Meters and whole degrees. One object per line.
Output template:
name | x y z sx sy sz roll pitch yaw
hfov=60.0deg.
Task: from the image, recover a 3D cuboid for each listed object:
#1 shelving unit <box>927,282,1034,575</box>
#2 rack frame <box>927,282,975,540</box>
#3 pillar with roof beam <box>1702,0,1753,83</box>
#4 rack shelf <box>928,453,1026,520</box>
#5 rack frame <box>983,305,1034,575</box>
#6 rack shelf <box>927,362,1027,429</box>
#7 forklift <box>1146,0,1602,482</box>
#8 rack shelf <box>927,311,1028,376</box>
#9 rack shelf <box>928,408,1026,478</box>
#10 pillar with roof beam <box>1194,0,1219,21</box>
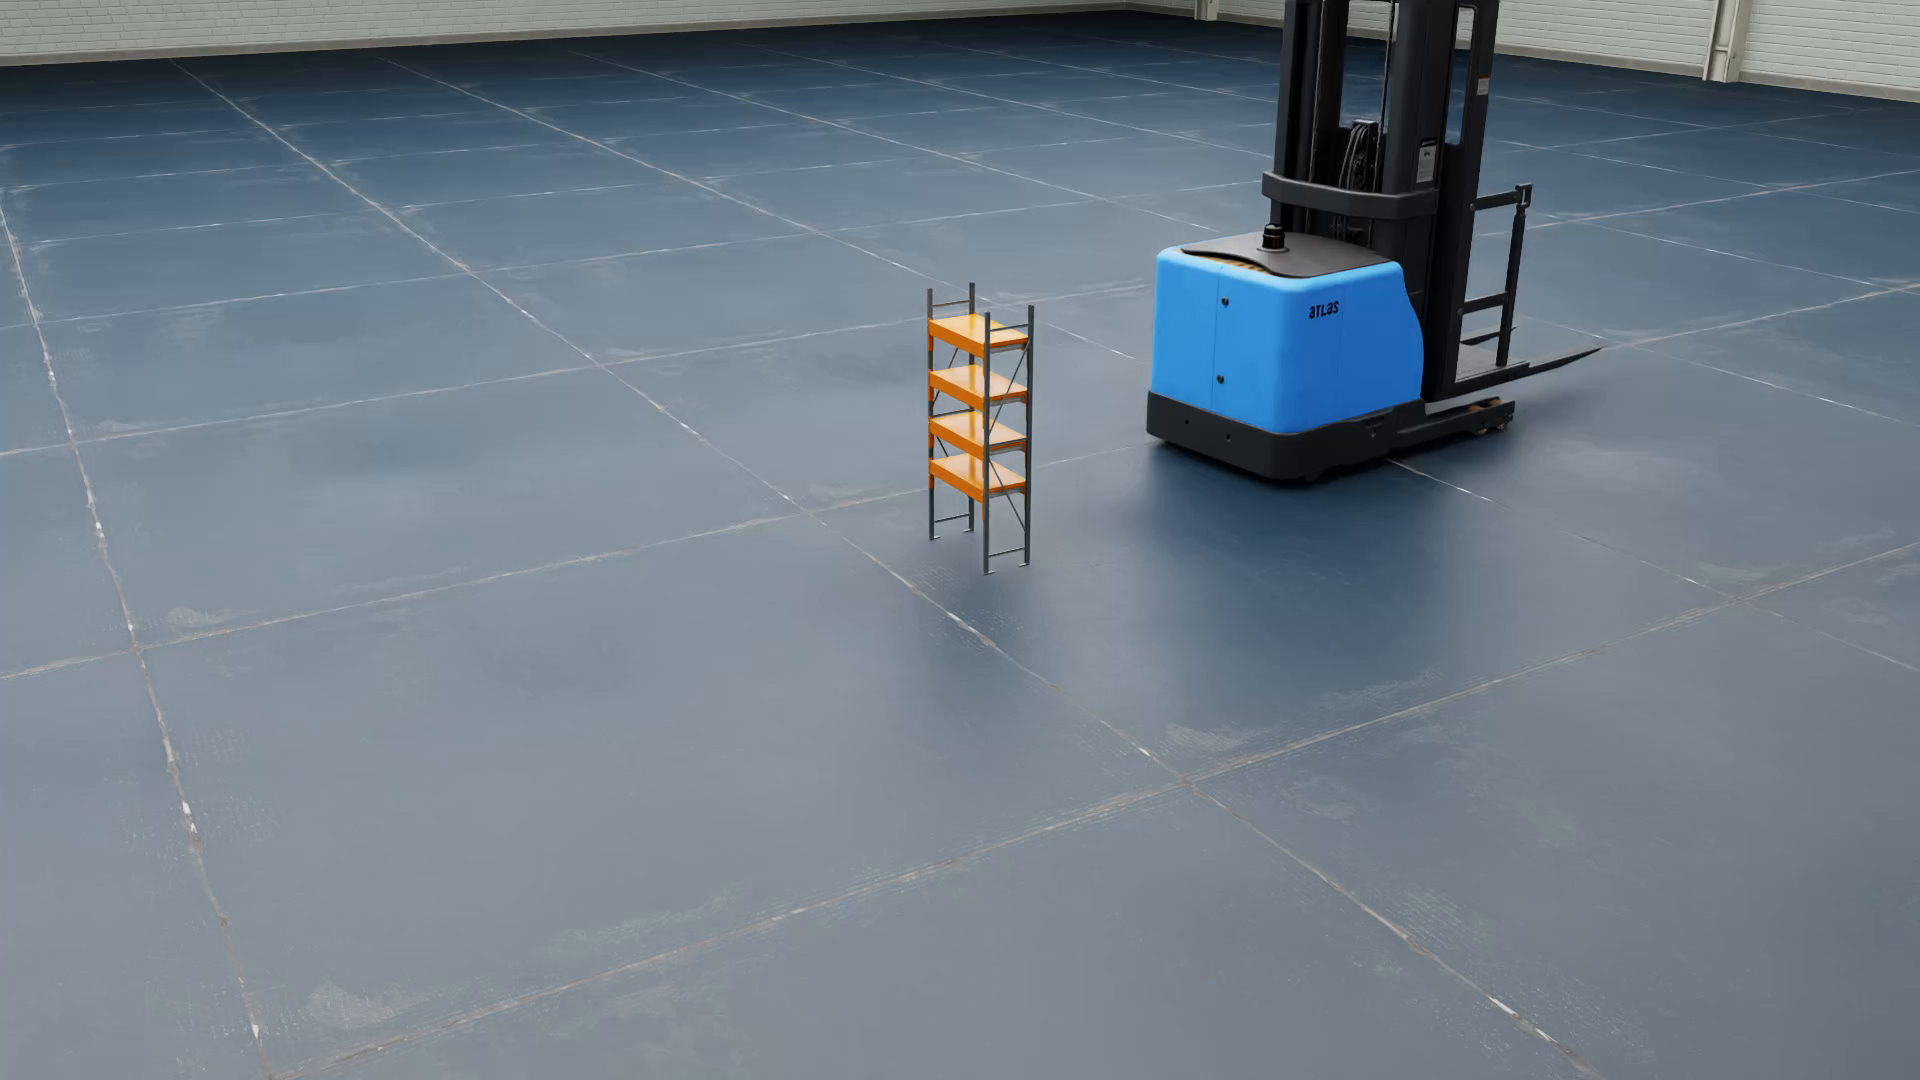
shelving unit | 0.085 -0.502 7.454 0.258 1.200 0.503 -13 25 -28
rack frame | -0.040 -0.581 7.648 0.240 1.200 0.015 -13 25 -28
pillar with roof beam | 7.452 -10.077 20.652 9.100 9.000 0.400 -13 25 -28
rack shelf | 0.085 -0.256 7.554 0.258 0.148 0.480 -13 25 -28
rack frame | 0.209 -0.423 7.259 0.240 1.200 0.015 -13 25 -28
rack shelf | 0.085 -0.647 7.395 0.258 0.148 0.480 -13 25 -28
forklift | 2.496 -2.079 9.035 3.031 2.935 1.130 -16 27 -34
rack shelf | 0.085 -0.866 7.306 0.258 0.148 0.480 -13 25 -28
rack shelf | 0.085 -0.440 7.479 0.258 0.148 0.480 -13 25 -28
pillar with roof beam | 1.322 -13.961 30.209 9.100 9.000 0.400 -13 25 -28
